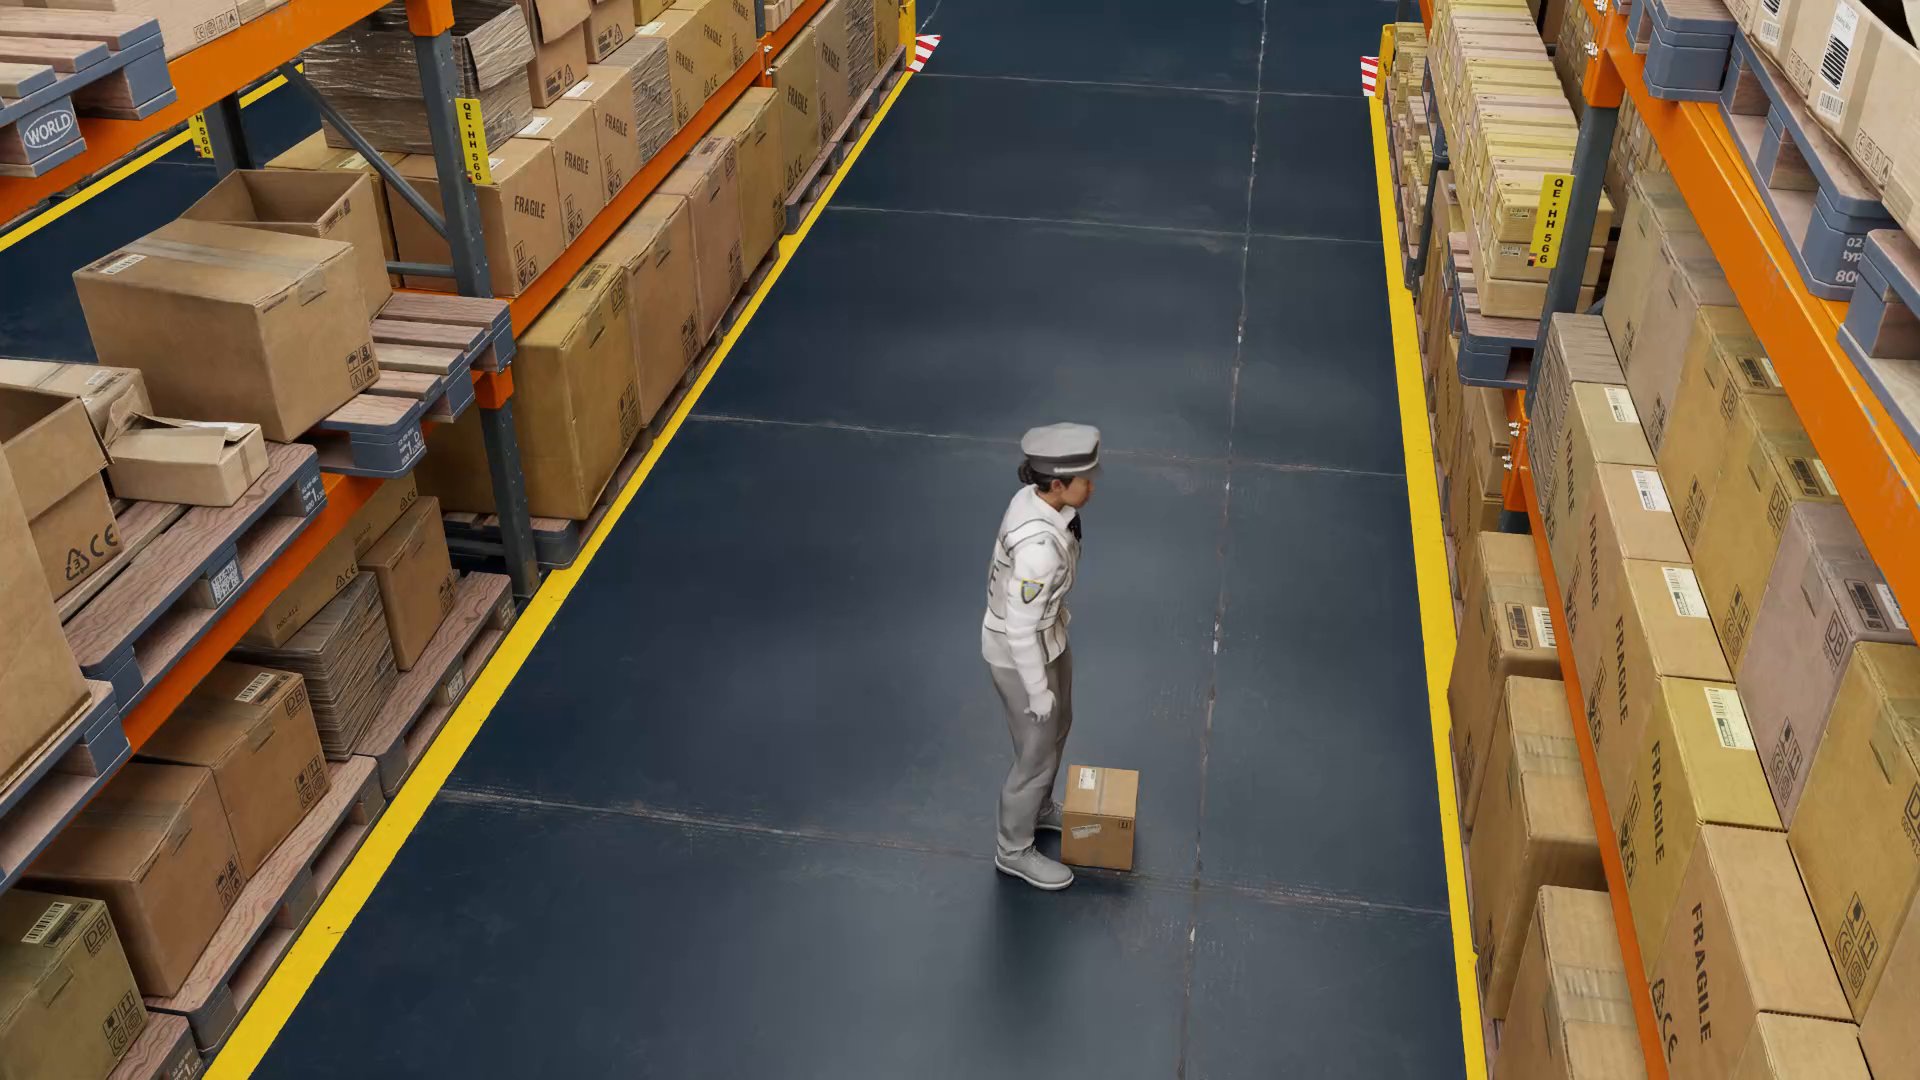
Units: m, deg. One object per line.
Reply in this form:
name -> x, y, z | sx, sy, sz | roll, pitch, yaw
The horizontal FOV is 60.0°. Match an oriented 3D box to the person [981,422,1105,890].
person -> 0.276, 0.374, 5.548 | 0.403, 1.664, 0.528 | 5, 33, 8
